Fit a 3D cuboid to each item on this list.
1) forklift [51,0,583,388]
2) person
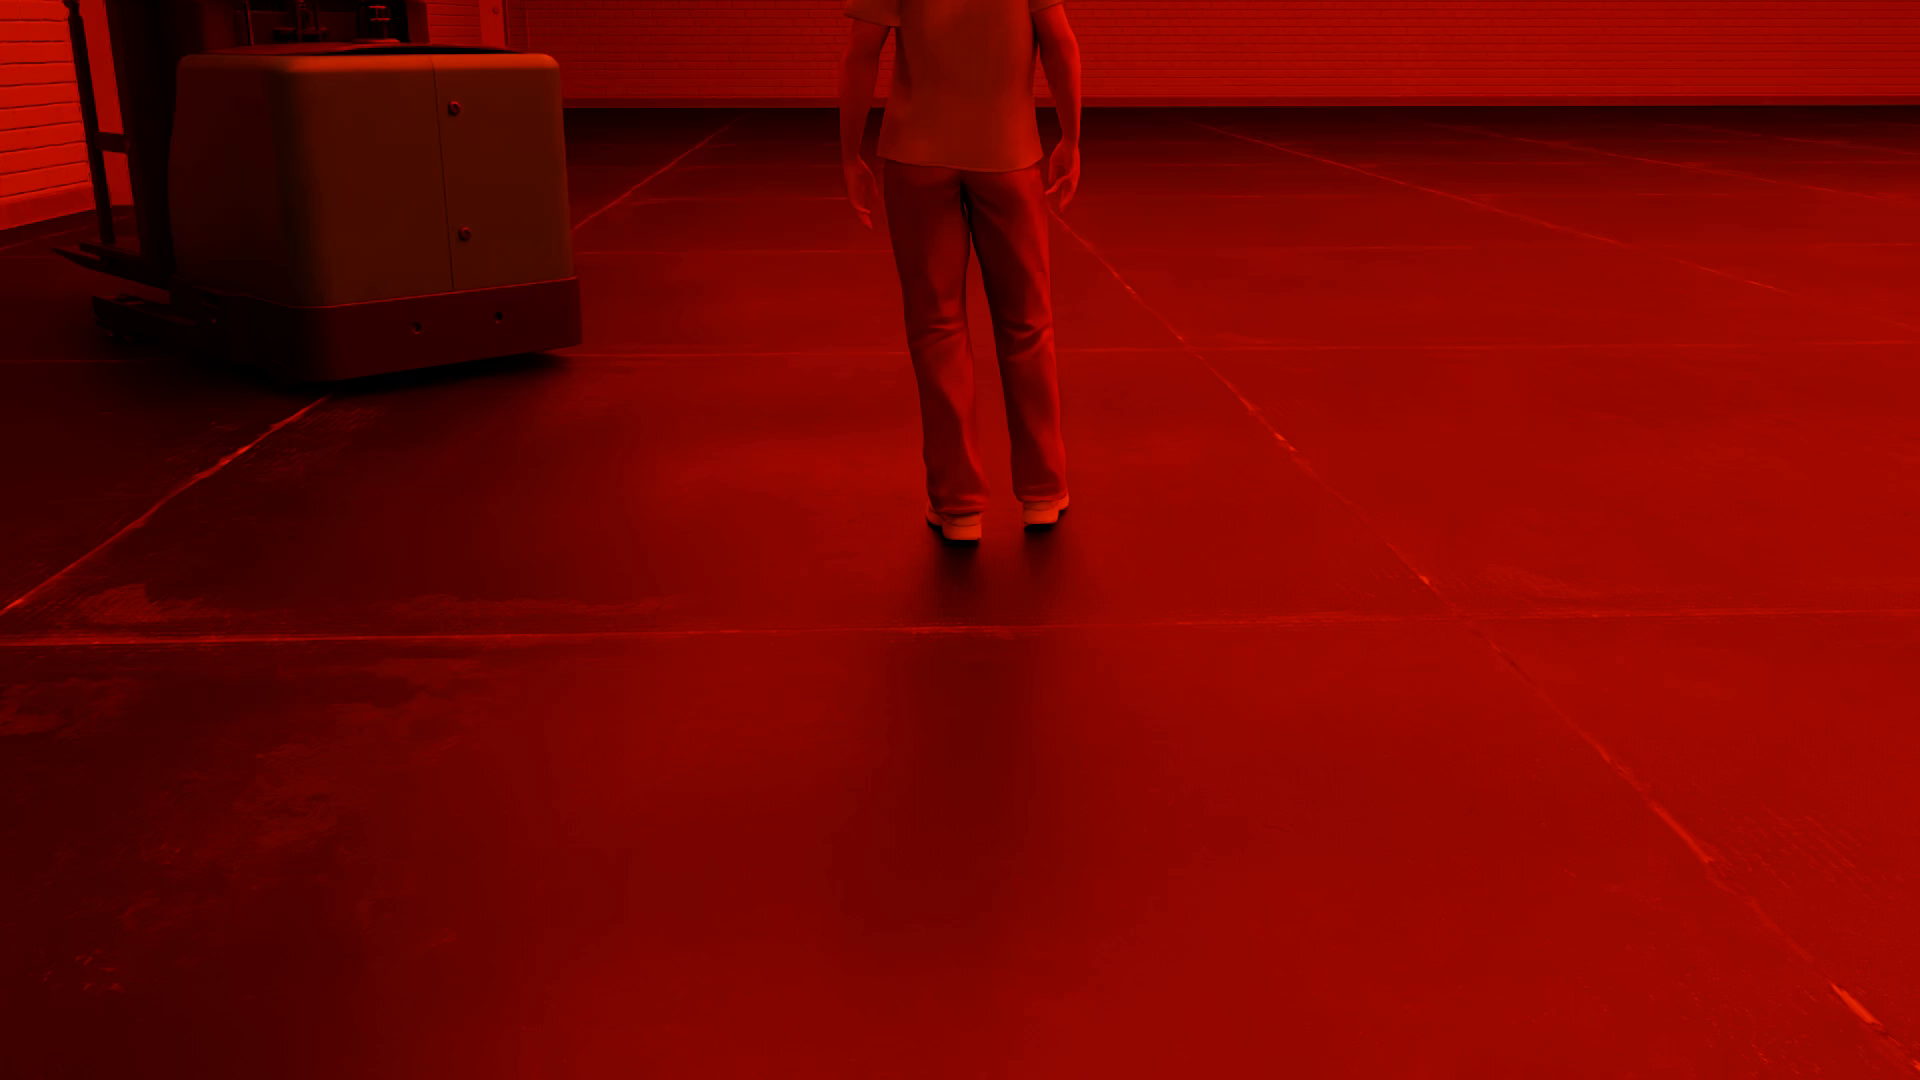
[{"bbox_3d":[-2.754,-2.249,6.261,1.130,2.935,3.031,-16,23,-42],"label":"forklift"},{"bbox_3d":[0.008,-0.830,3.742,0.552,1.674,0.548,-1,17,-3],"label":"person"}]
